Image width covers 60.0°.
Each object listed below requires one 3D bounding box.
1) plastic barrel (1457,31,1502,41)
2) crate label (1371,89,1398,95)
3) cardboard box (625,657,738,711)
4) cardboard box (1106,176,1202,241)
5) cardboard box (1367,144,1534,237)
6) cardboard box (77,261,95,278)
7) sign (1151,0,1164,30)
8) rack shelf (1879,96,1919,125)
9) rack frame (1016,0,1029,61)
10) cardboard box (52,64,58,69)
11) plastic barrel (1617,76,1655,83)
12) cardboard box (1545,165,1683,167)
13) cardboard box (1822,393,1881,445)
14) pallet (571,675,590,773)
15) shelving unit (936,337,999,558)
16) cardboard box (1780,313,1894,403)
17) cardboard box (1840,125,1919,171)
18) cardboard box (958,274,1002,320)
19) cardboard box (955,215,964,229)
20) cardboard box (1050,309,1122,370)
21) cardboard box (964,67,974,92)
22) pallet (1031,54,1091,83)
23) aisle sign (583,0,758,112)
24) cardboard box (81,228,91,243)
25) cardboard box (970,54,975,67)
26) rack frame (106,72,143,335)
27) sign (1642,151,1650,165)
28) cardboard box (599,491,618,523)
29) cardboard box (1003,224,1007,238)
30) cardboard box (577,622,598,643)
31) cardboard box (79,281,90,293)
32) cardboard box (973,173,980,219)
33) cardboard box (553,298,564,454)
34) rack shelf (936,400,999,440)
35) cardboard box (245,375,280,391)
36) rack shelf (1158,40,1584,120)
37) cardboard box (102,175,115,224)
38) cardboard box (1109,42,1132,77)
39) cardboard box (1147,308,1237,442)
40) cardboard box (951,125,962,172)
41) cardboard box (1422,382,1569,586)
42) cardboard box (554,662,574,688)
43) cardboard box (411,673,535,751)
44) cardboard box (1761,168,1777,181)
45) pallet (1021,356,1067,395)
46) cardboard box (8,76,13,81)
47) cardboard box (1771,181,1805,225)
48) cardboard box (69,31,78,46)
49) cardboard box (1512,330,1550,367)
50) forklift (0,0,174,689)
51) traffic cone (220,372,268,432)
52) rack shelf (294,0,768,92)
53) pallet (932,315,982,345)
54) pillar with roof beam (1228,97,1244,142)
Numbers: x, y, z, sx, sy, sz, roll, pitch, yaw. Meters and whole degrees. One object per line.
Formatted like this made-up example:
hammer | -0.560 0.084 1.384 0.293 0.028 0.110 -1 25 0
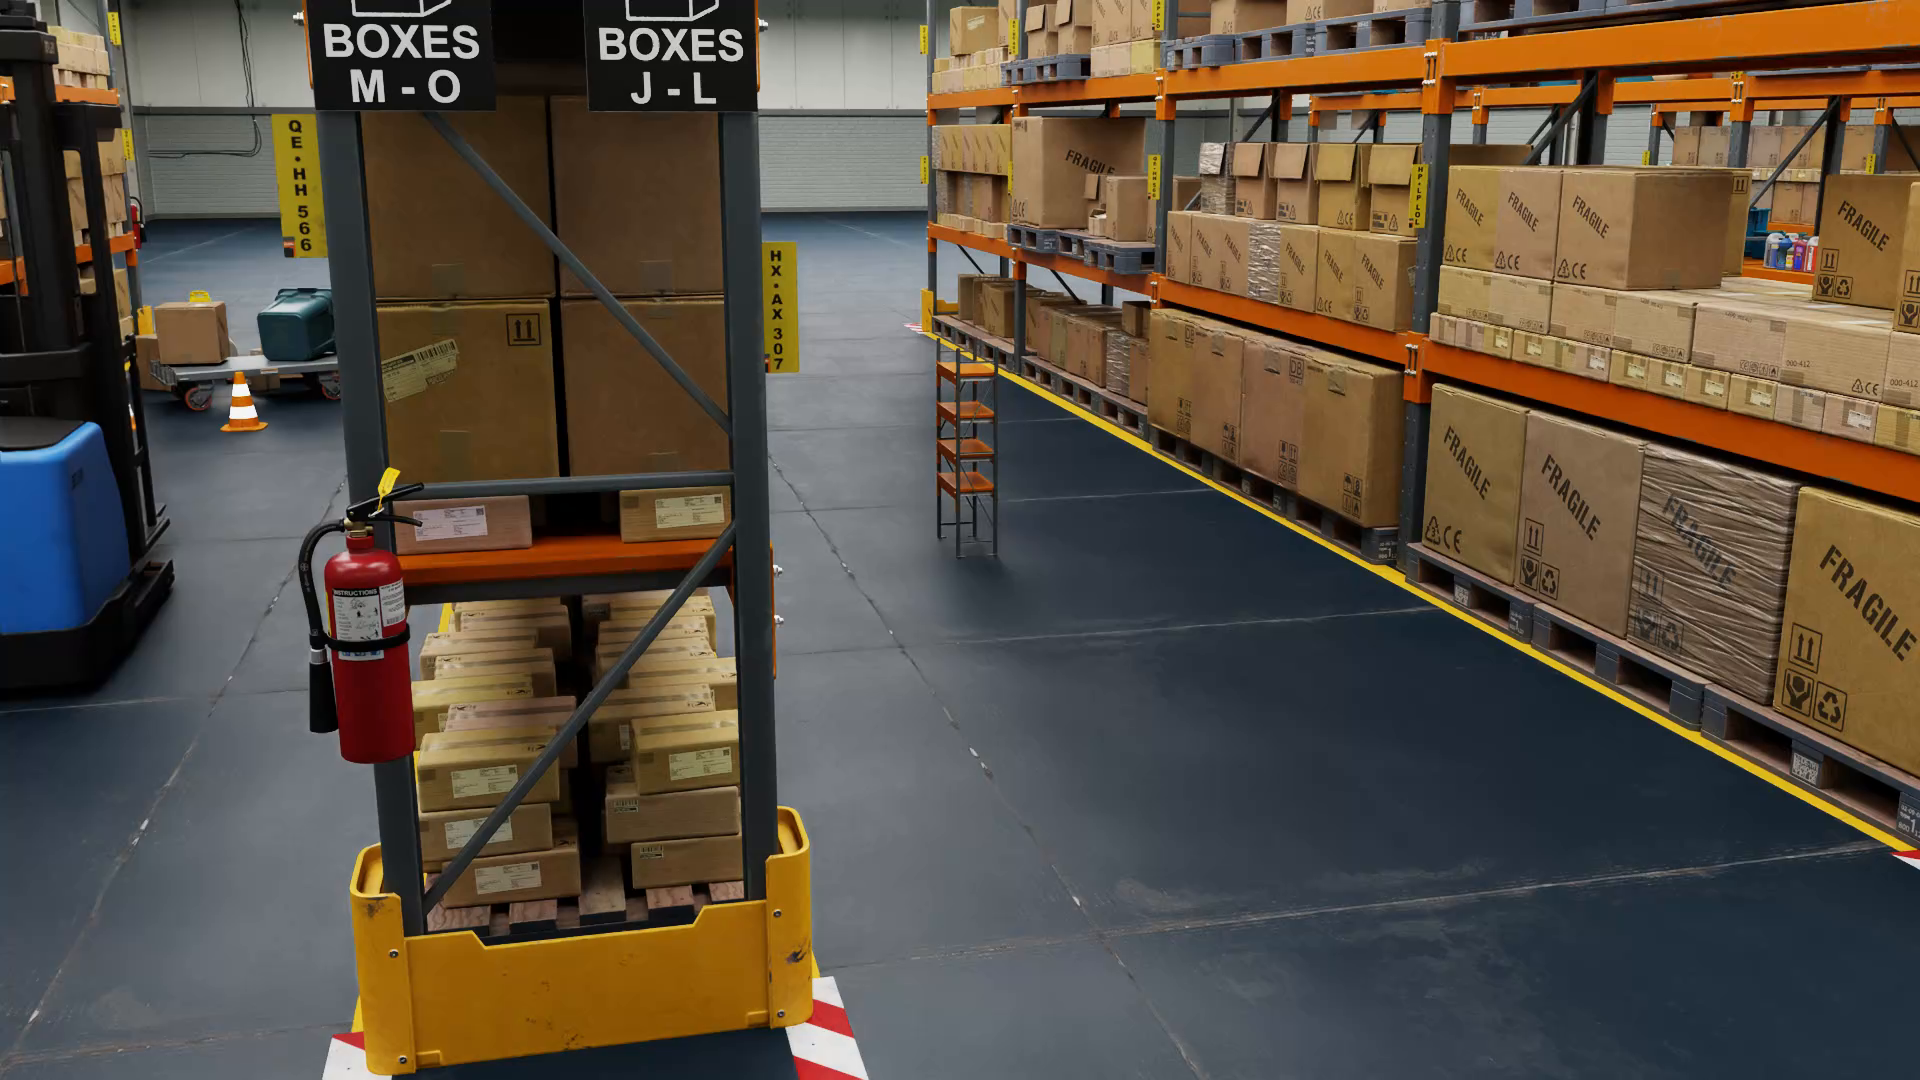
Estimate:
plastic barrel | 5.729 -5.567 18.132 0.600 0.901 0.708 -3 14 -13
crate label | 5.037 -5.284 19.229 0.502 0.251 0.408 -3 14 -13
cardboard box | -0.892 0.501 5.426 0.380 0.149 0.250 -3 14 -13
cardboard box | 1.589 -2.726 13.669 0.700 0.500 0.500 -1 14 -5
cardboard box | 2.765 -1.988 9.419 0.797 0.503 0.637 -4 14 -15
cardboard box | -8.819 -2.698 16.614 0.380 0.149 0.250 -3 14 -11
sign | 1.455 -3.906 12.187 0.100 0.325 0.005 -3 14 -13
rack shelf | 11.144 -4.348 16.600 1.077 0.370 4.000 -3 14 -13
rack frame | 1.044 -6.065 15.791 1.000 3.000 0.127 -3 14 -13
cardboard box | -8.661 -4.479 15.307 0.500 0.250 0.500 -3 14 -13
plastic barrel | 6.496 -4.720 15.551 0.600 0.901 0.708 -3 14 -13
cardboard box | 3.291 -1.650 8.469 0.500 0.500 0.500 -3 14 -12
cardboard box | 3.338 -0.442 5.946 0.380 0.149 0.250 -3 14 -13
pallet | -1.440 0.738 6.463 1.003 0.211 1.213 -3 14 -13
shelving unit | 0.039 -0.545 9.628 0.258 1.200 0.503 -3 14 -13
cardboard box | 3.372 -0.668 6.030 0.500 0.250 0.500 -4 14 -14
cardboard box | 10.564 -4.483 19.011 0.700 0.500 0.500 -3 14 -13
cardboard box | 0.235 -2.918 19.933 0.500 0.500 0.500 -1 14 -3
cardboard box | 0.155 -3.641 19.037 0.380 0.149 0.250 -3 14 -13
cardboard box | 1.261 -1.896 15.708 0.700 0.500 0.500 -3 14 -14
cardboard box | 0.333 -4.979 17.983 0.500 0.250 0.500 -3 14 -12
pallet | 1.332 -4.129 14.583 1.213 0.211 1.003 -3 14 -13
aisle sign | -0.674 -1.392 3.826 0.394 0.787 0.004 -3 14 -13
cardboard box | -8.864 -3.033 16.553 0.380 0.149 0.250 -3 14 -14
cardboard box | 0.321 -5.218 18.121 0.380 0.149 0.250 -3 14 -14
rack frame | -9.528 -3.521 18.019 1.000 3.000 0.127 -3 14 -13
sign | 9.194 -5.054 22.303 0.100 0.325 0.005 -3 14 -13
cardboard box | -0.840 -0.157 4.777 0.380 0.149 0.250 -3 14 -11
cardboard box | 0.658 -3.181 17.157 0.380 0.149 0.250 -3 14 -13
cardboard box | -1.276 0.410 6.424 0.380 0.149 0.250 -3 14 -11
cardboard box | -8.722 -2.225 16.041 0.500 0.500 0.500 -3 14 -10
cardboard box | 0.623 -3.796 18.306 0.875 0.500 0.500 -3 14 -13
cardboard box | -1.454 -0.531 4.941 0.500 0.500 0.500 -4 14 -14
rack shelf | 0.039 -0.697 9.591 0.258 0.148 0.480 -3 14 -13
cardboard box | -6.694 -1.578 15.825 0.396 0.266 0.258 10 17 35
rack shelf | 2.453 -2.874 10.567 1.077 0.370 4.000 -3 14 -13
cardboard box | -9.020 -3.488 17.048 0.500 0.500 0.500 -3 14 -13
cardboard box | 1.504 -3.822 13.246 0.500 0.250 0.500 -3 14 -13
cardboard box | 2.125 -1.239 12.272 1.225 0.875 0.875 -4 14 -16
cardboard box | 0.198 -4.379 18.587 0.500 0.500 0.500 -3 14 -13
cardboard box | 3.000 -0.320 8.510 0.875 0.875 0.875 -3 14 -13
cardboard box | -1.669 0.584 6.338 0.380 0.149 0.250 -3 14 -12
cardboard box | -1.541 0.541 5.261 0.380 0.149 0.250 -4 14 -14
cardboard box | 10.040 -4.471 20.328 0.380 0.149 0.250 -3 14 -11
pallet | 1.228 -1.617 16.099 1.003 0.211 1.213 -3 14 -13
cardboard box | -8.428 -4.083 14.527 0.380 0.149 0.250 -3 14 -13
cardboard box | 10.320 -4.090 20.136 0.700 0.500 0.500 -3 14 -12
cardboard box | -9.051 -5.001 16.606 0.380 0.149 0.250 -3 14 -13
cardboard box | 2.857 -0.914 7.879 0.380 0.149 0.250 -4 14 -15
forklift | -4.636 -1.057 8.078 1.130 2.935 3.031 -4 14 -16
traffic cone | -5.897 -1.147 13.646 0.336 0.463 0.334 -3 14 -13
rack shelf | -1.452 -1.698 5.753 1.077 0.370 4.000 -3 14 -13
pallet | 0.279 -2.512 19.764 1.003 0.211 1.213 -3 14 -13
pillar with roof beam | 4.324 -14.384 49.840 9.100 9.000 0.548 -3 14 -13
